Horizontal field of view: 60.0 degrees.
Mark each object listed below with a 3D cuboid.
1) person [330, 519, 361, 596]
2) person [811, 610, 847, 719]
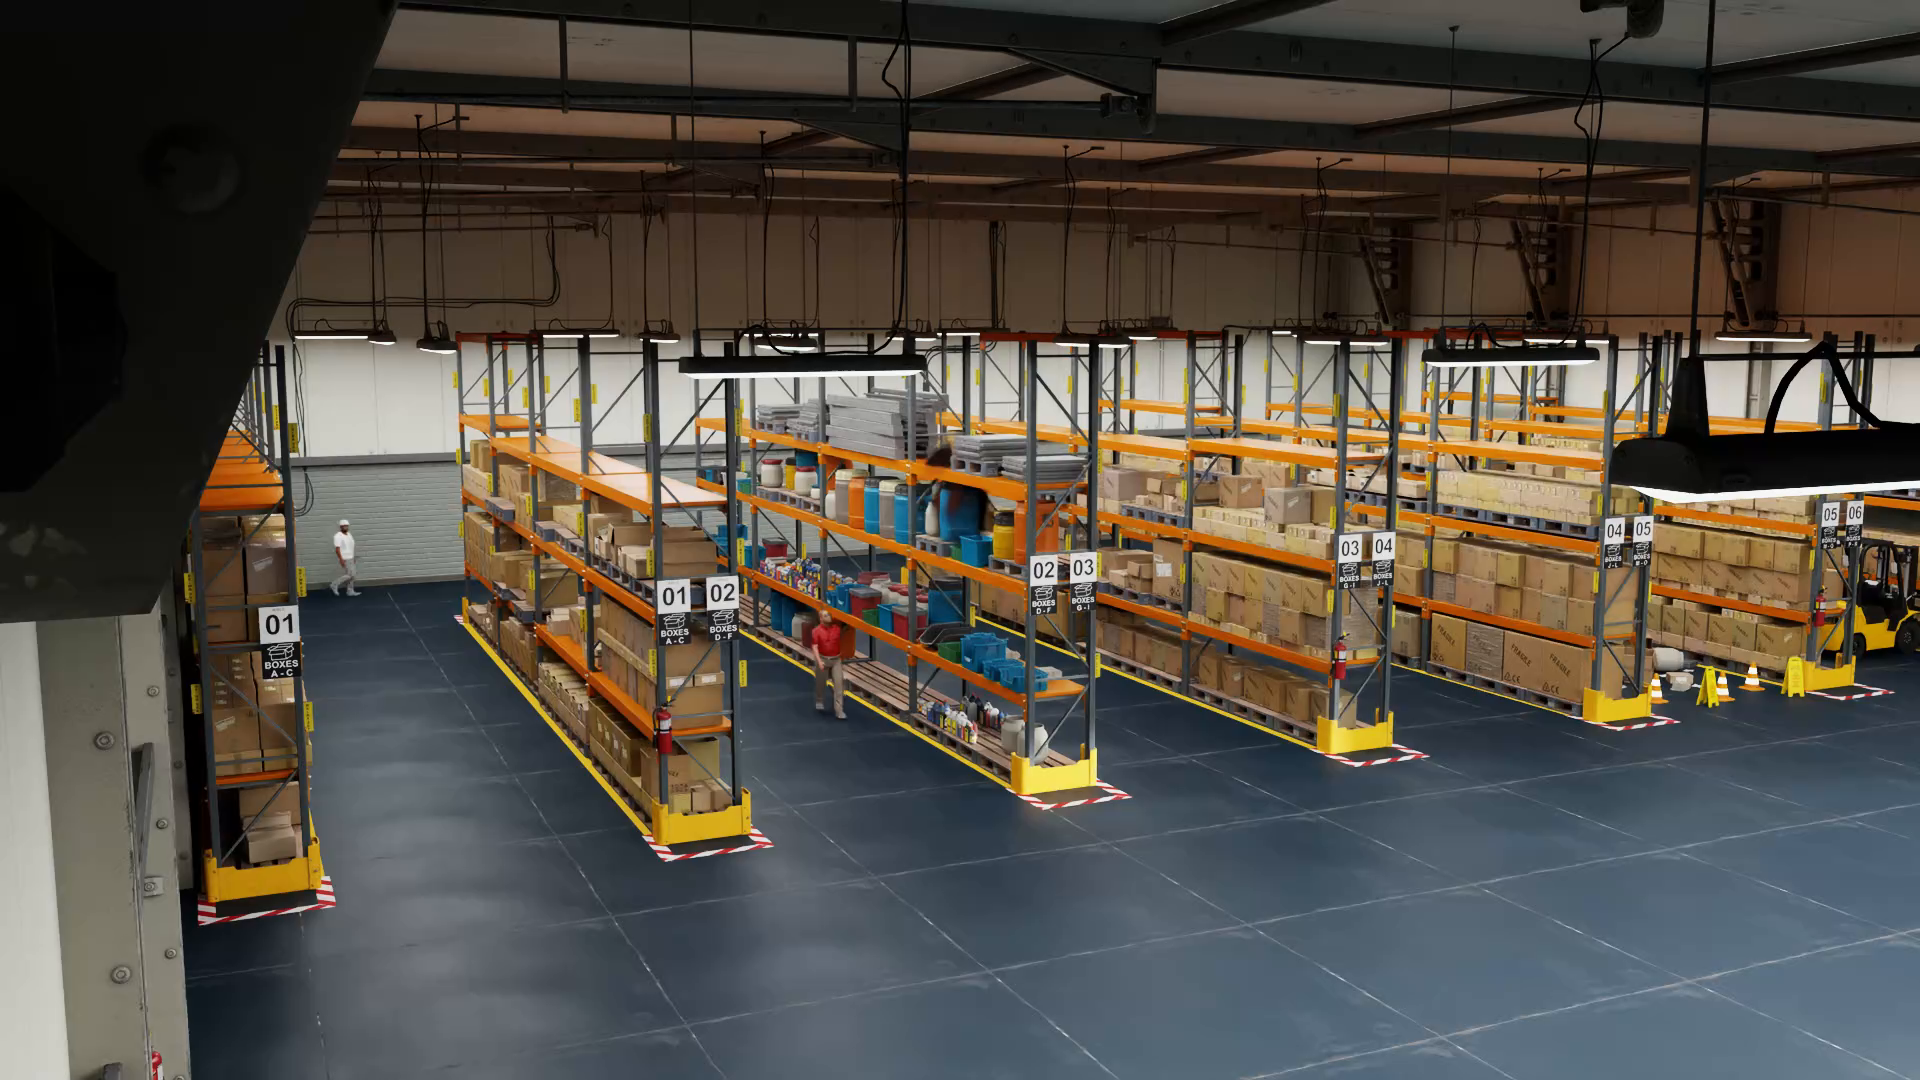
[{"bbox_3d":[-13.872,0.404,37.502,0.614,1.749,0.546,-2,8,-13],"label":"person"},{"bbox_3d":[-2.086,1.945,26.307,0.532,1.666,0.990,-3,8,-19],"label":"person"}]
